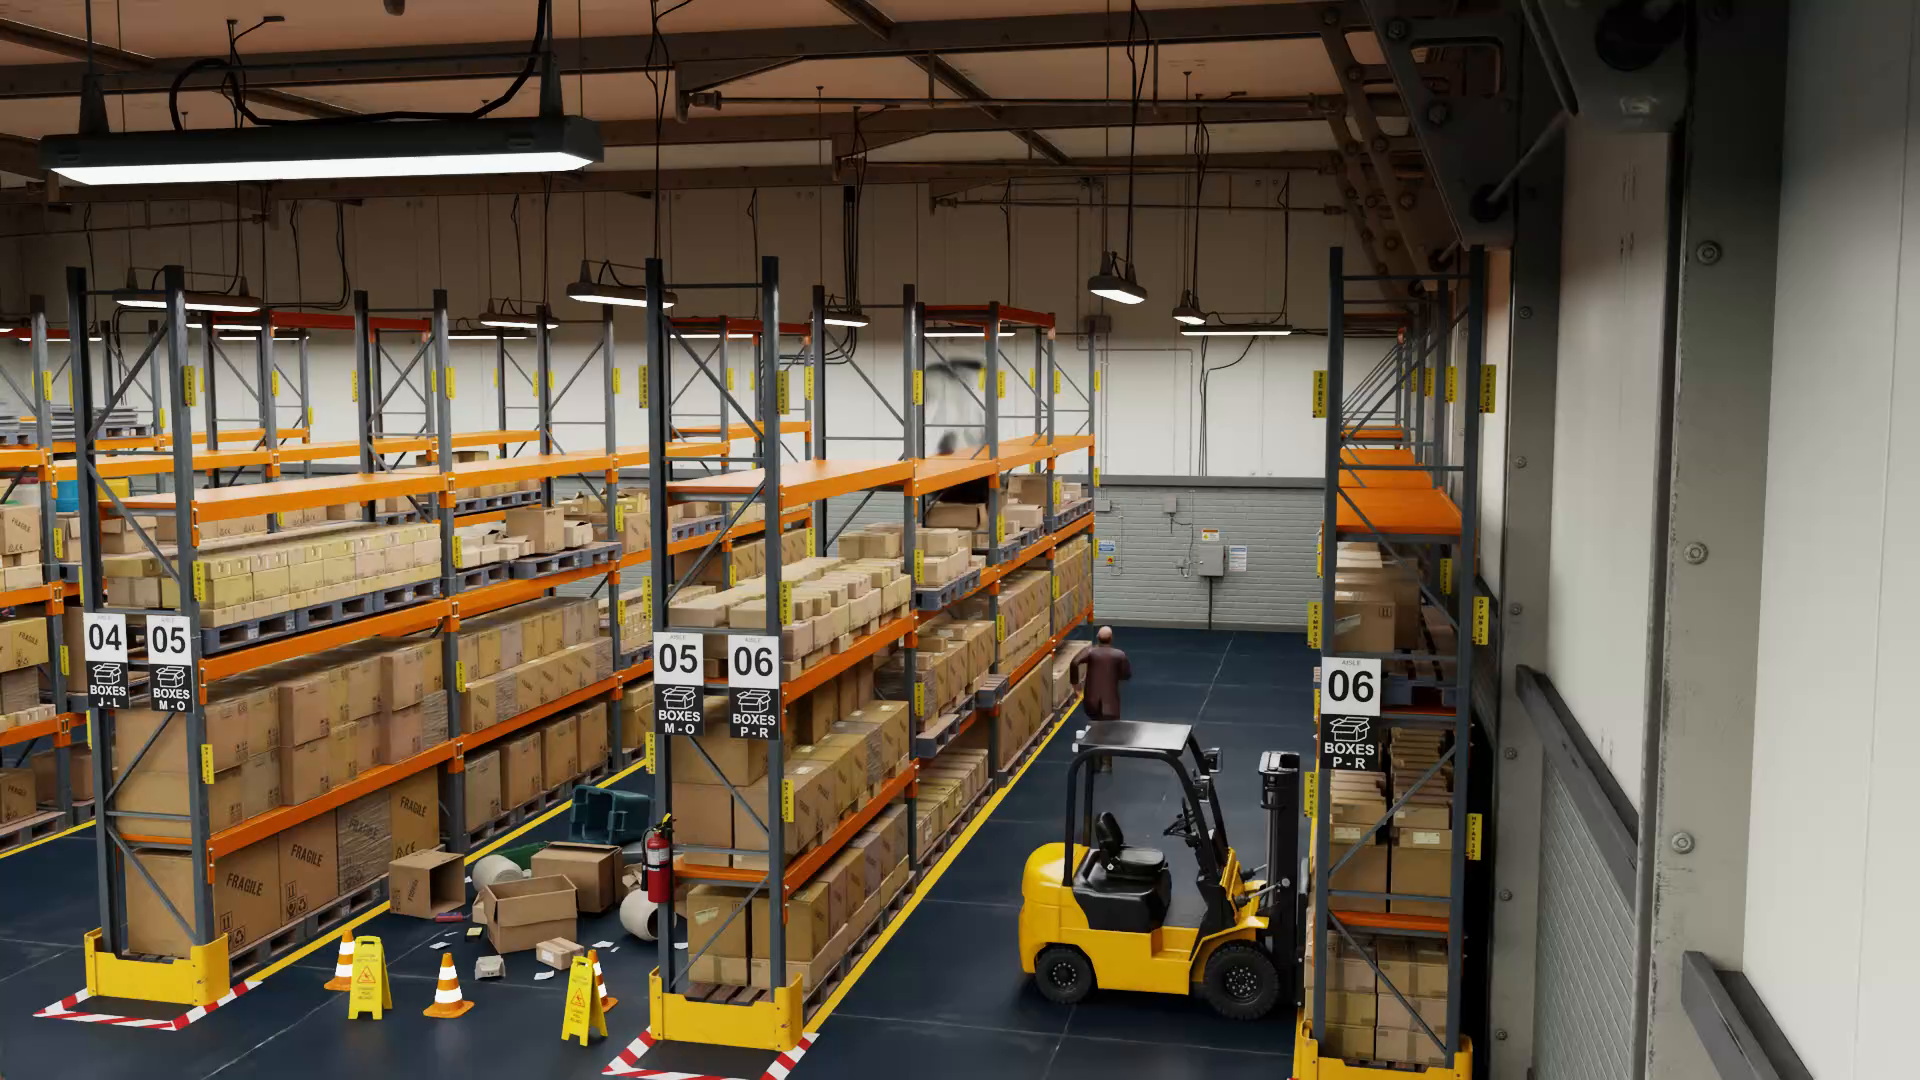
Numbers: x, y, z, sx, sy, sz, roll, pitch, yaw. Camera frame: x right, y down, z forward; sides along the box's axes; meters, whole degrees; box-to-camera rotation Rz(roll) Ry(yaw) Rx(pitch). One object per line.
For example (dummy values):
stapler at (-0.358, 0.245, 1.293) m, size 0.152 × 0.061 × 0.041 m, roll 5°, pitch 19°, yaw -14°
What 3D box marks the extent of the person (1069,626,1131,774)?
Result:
person at (1.707, 1.973, 20.208) m, size 0.725 × 1.858 × 0.919 m, roll 1°, pitch 6°, yaw 13°
